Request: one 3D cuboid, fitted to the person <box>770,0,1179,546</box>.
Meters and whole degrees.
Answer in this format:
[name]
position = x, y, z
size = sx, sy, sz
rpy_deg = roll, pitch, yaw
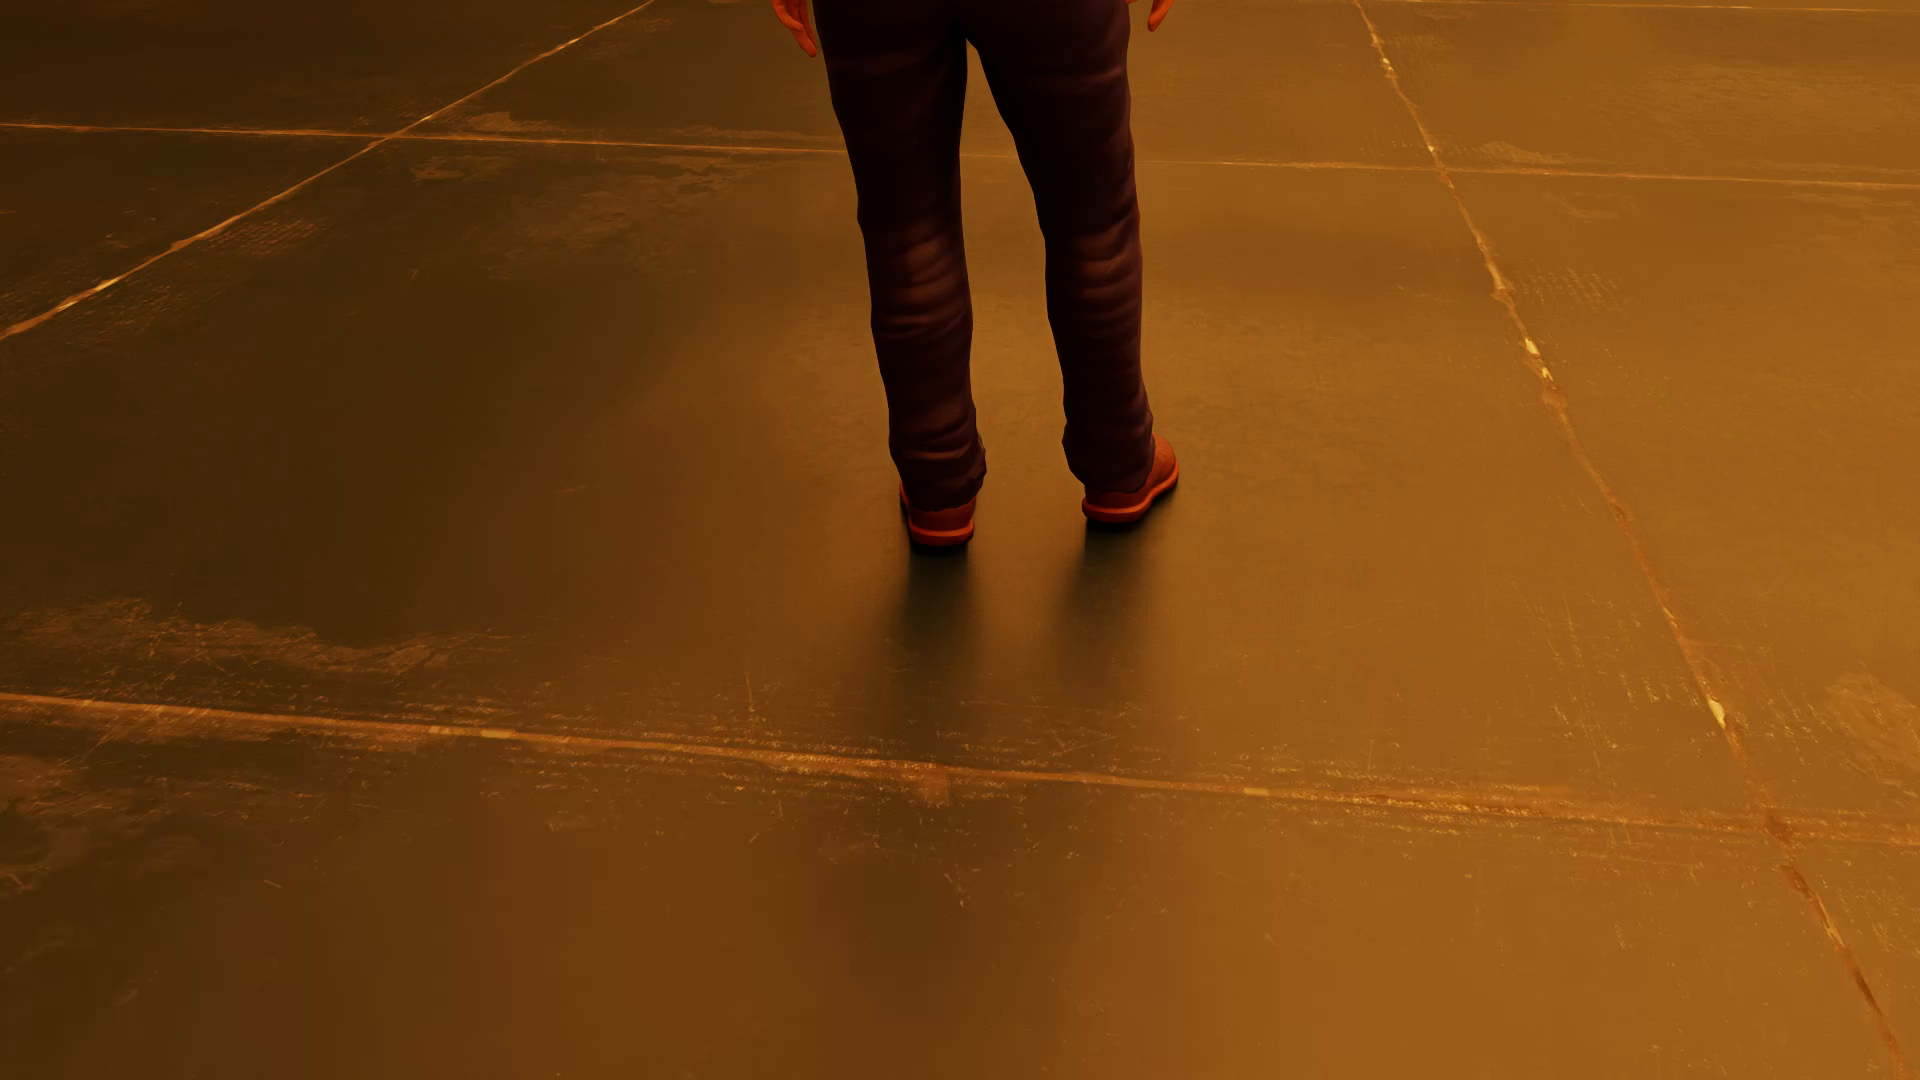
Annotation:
[person]
position = 0.035, -0.777, 2.209
size = 0.598, 1.641, 0.502
rpy_deg = 3, 27, 7
